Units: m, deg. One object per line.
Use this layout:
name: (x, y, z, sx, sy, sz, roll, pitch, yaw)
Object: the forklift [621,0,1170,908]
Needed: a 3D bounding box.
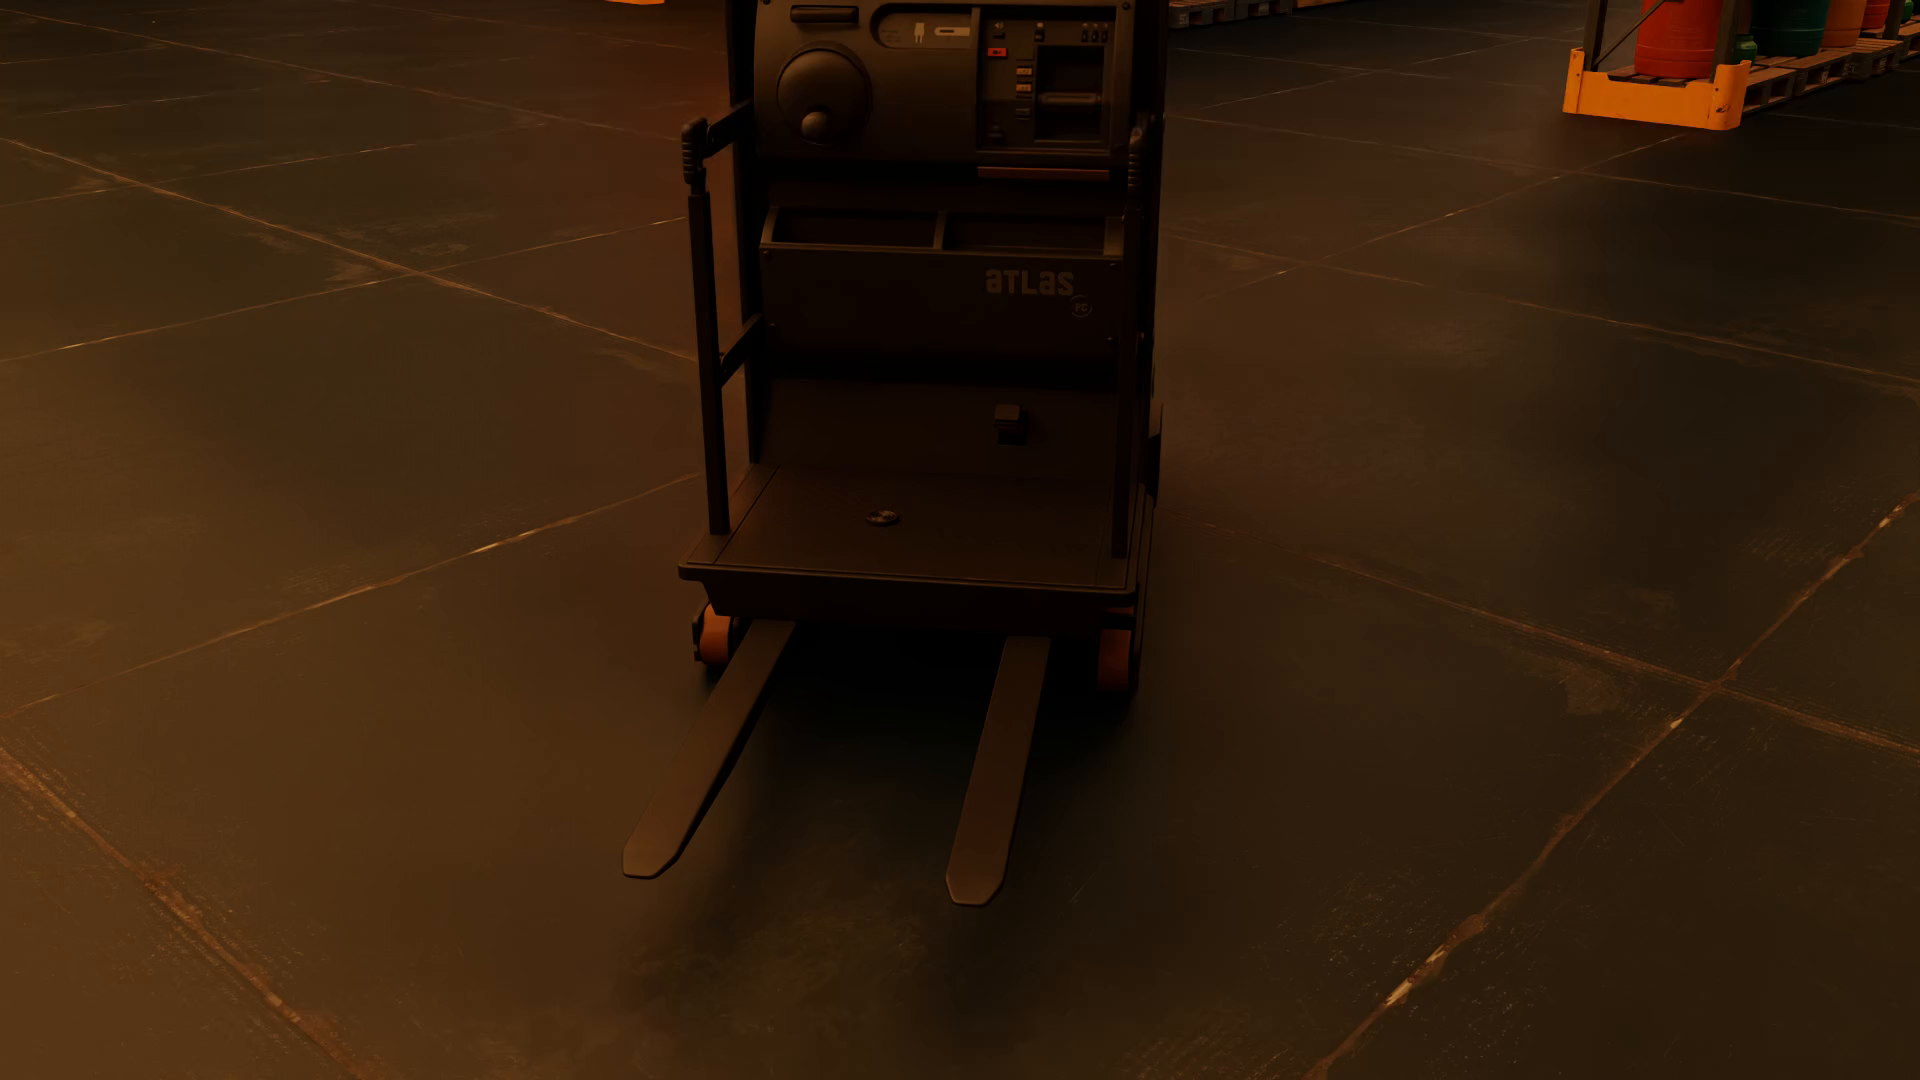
forklift: (-0.071, -1.111, 3.862, 1.130, 2.935, 3.031, 3, 24, 7)
